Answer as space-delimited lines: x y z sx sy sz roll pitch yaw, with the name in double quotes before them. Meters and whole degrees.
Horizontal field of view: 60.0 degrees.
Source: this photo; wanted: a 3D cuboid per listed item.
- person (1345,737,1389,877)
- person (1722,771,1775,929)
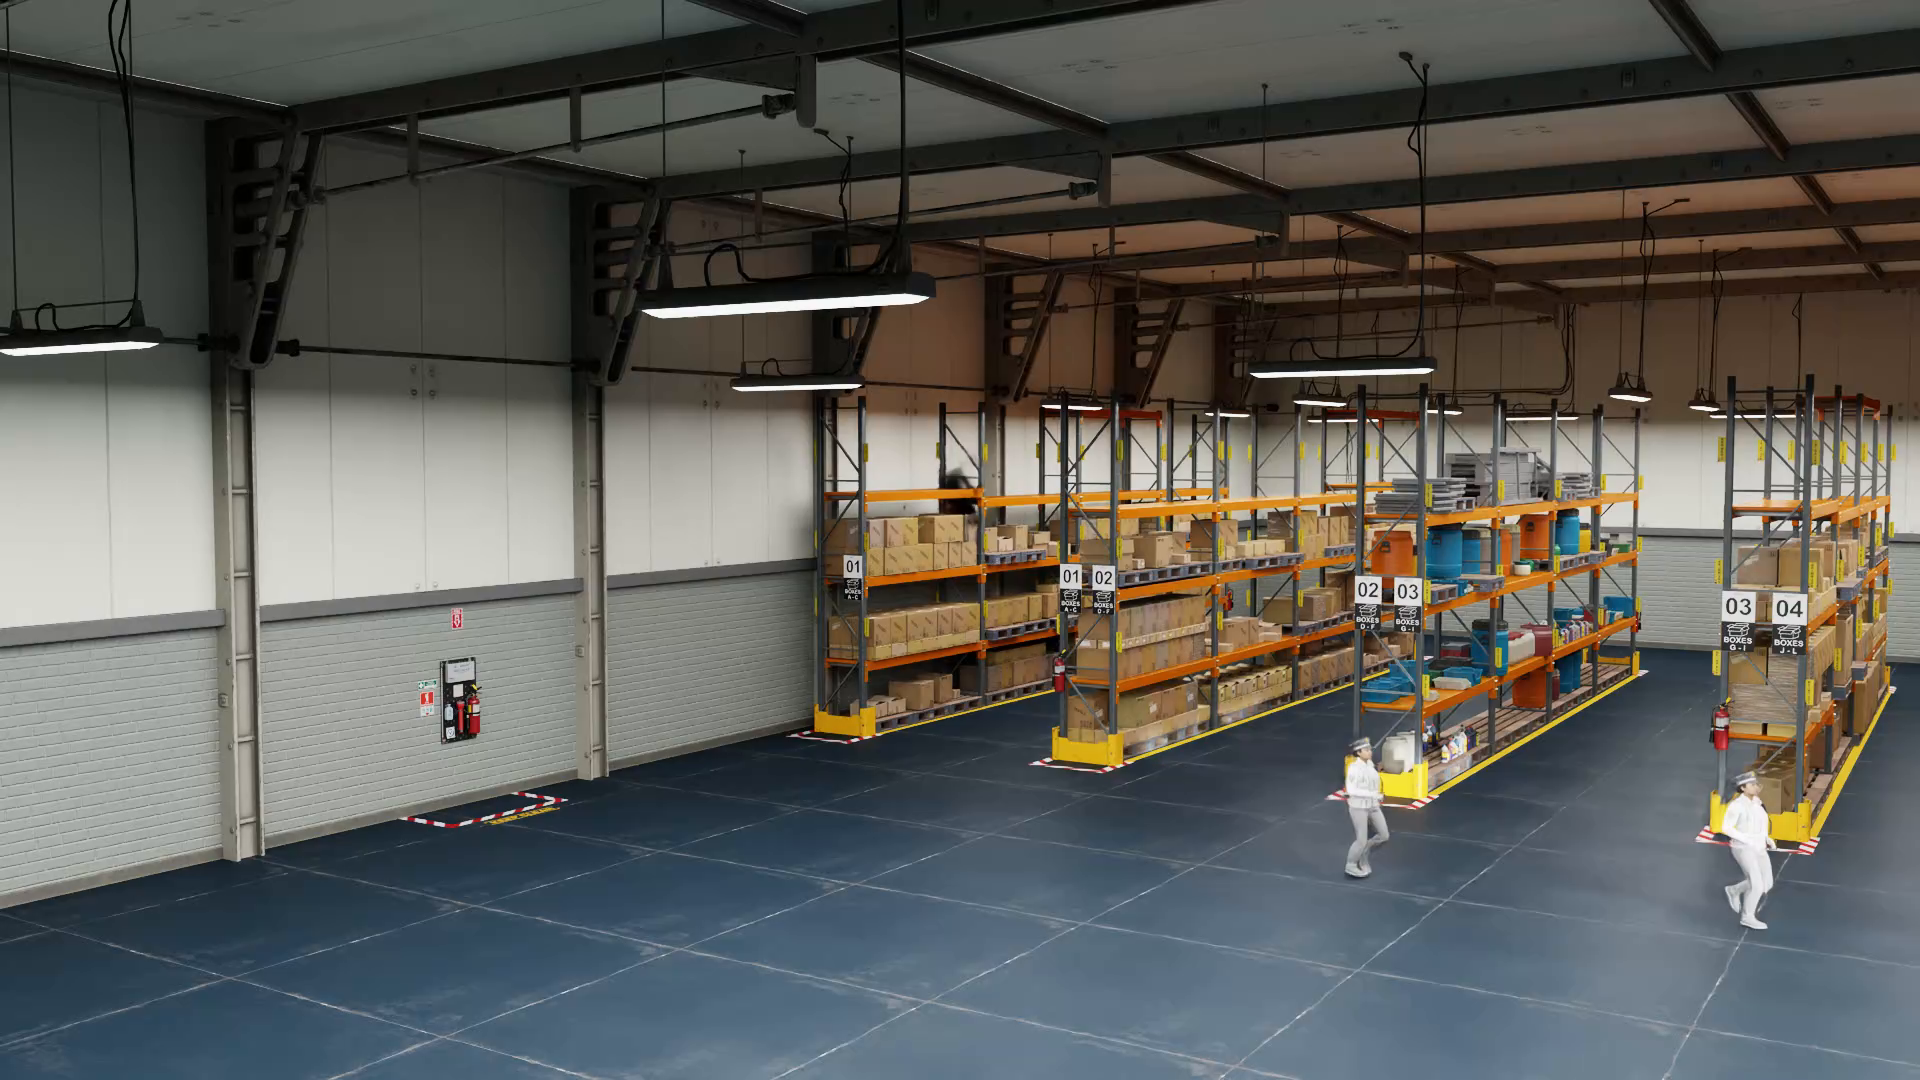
"person" 4.791 3.135 19.489 0.591 1.656 0.598 -2 4 -37
"person" 8.321 3.251 17.575 0.613 1.646 0.559 -2 3 -28
